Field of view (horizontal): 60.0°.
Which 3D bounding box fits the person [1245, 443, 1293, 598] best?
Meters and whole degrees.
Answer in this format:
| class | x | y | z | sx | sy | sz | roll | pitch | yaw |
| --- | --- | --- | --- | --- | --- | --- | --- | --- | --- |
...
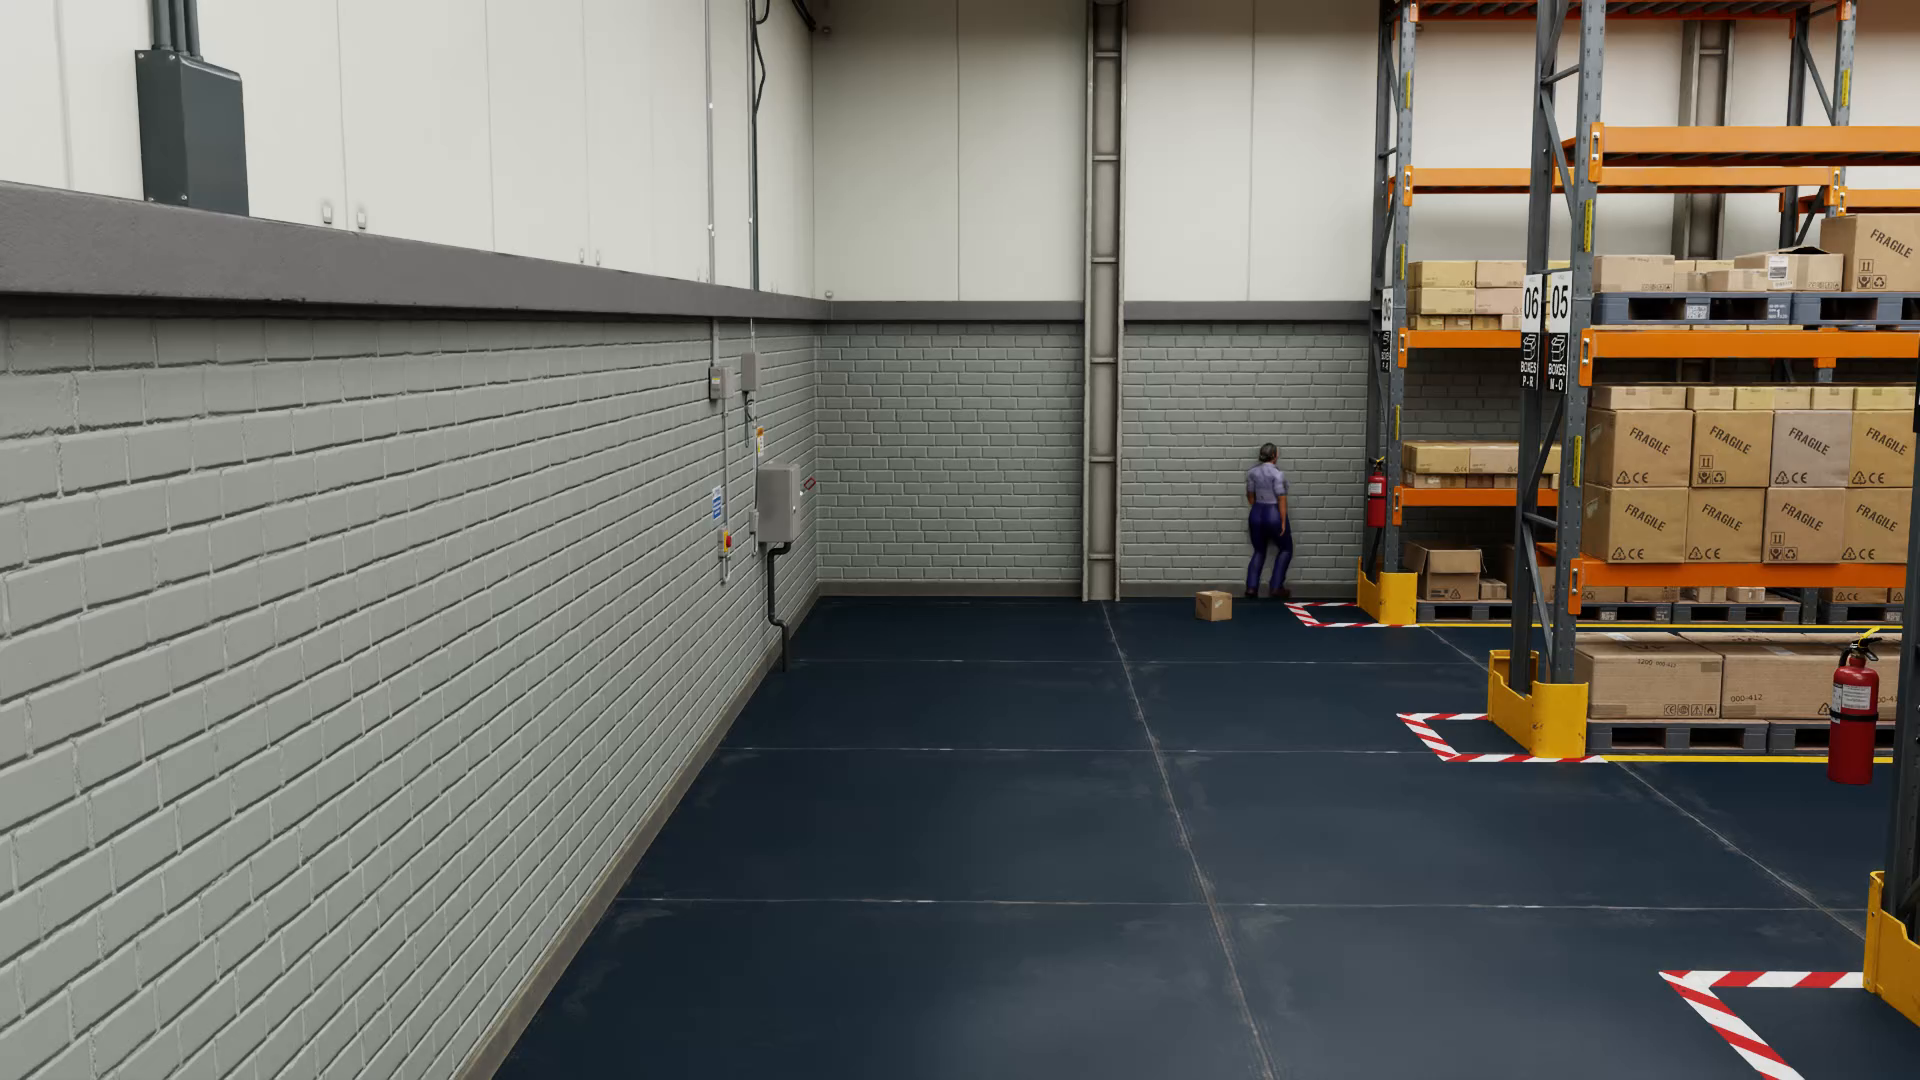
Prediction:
| class | x | y | z | sx | sy | sz | roll | pitch | yaw |
| --- | --- | --- | --- | --- | --- | --- | --- | --- | --- |
| person | 3.244 | -0.172 | 17.397 | 0.491 | 1.706 | 0.419 | 7 | 10 | 43 |
